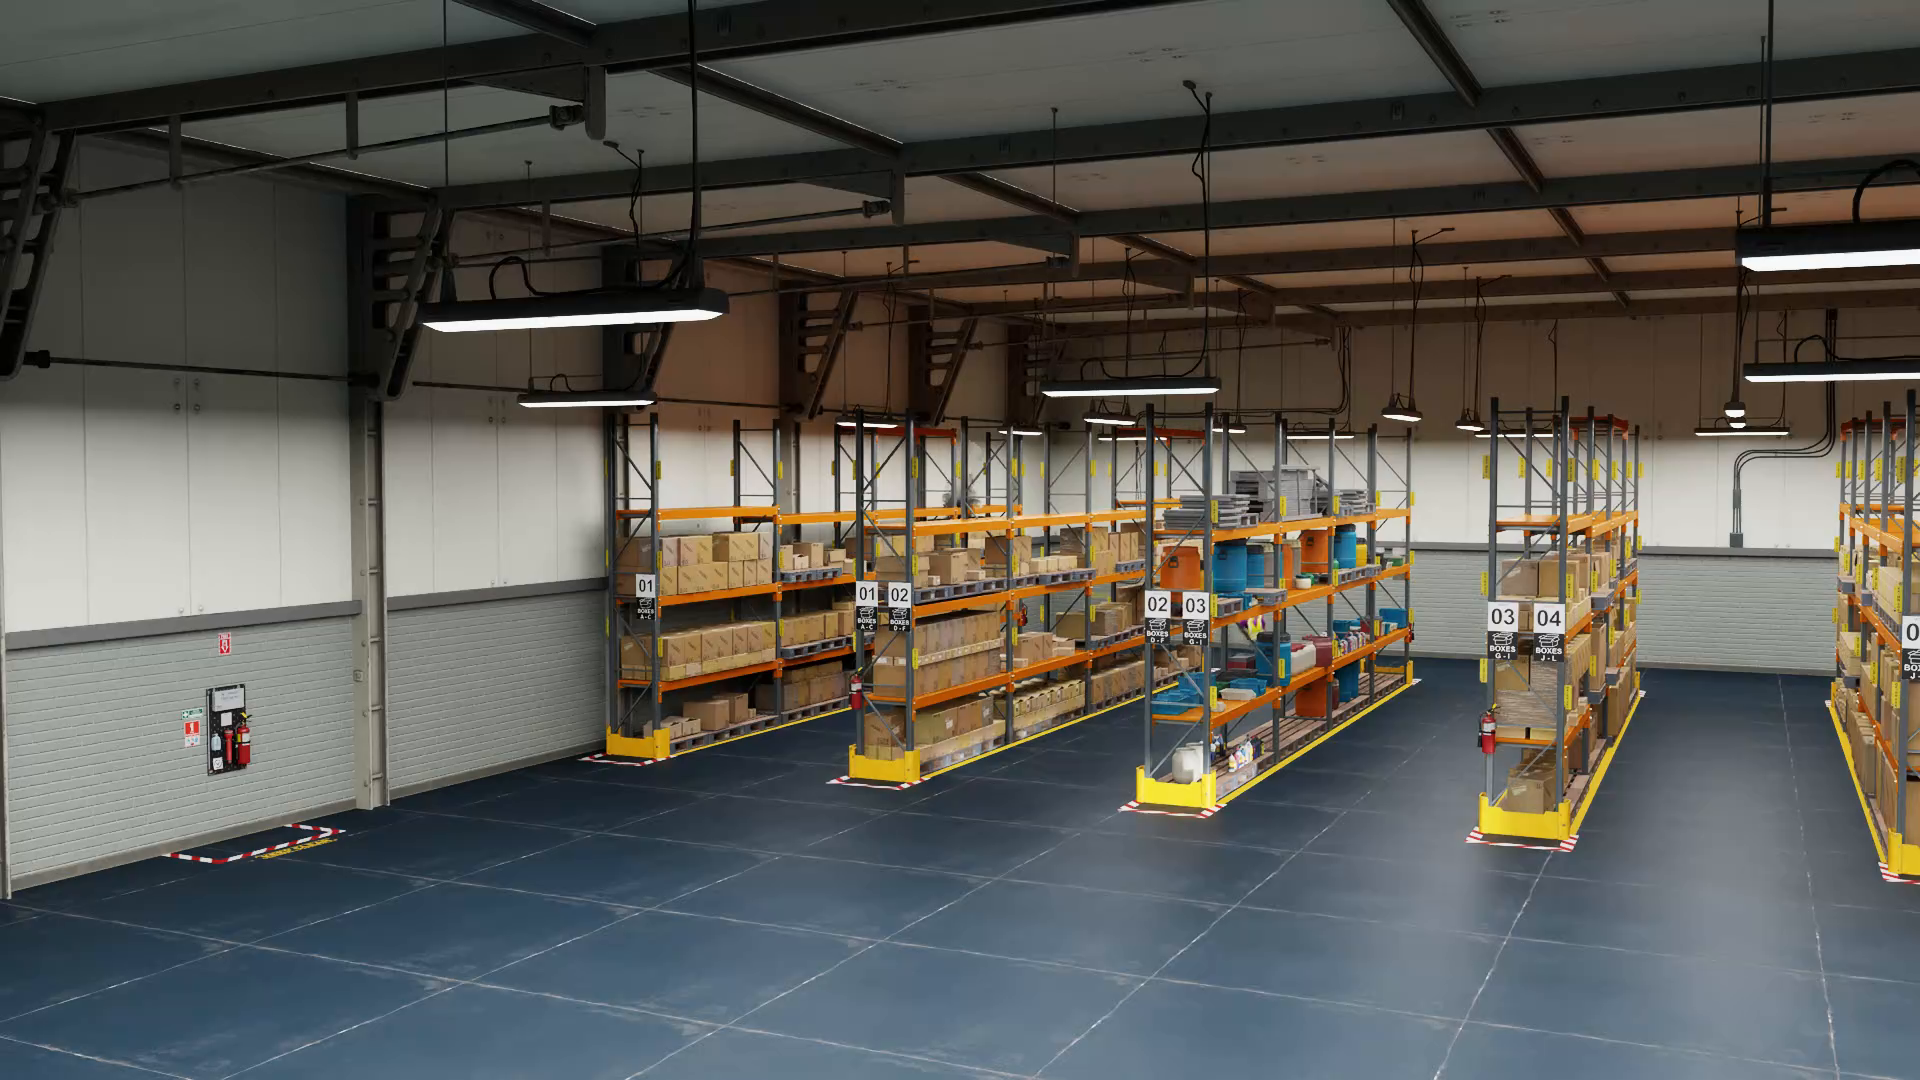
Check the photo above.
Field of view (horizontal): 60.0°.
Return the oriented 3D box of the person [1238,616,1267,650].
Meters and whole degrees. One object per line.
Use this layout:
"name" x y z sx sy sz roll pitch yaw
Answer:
"person" 7.178 2.451 40.721 0.715 1.700 0.832 -1 2 -15
